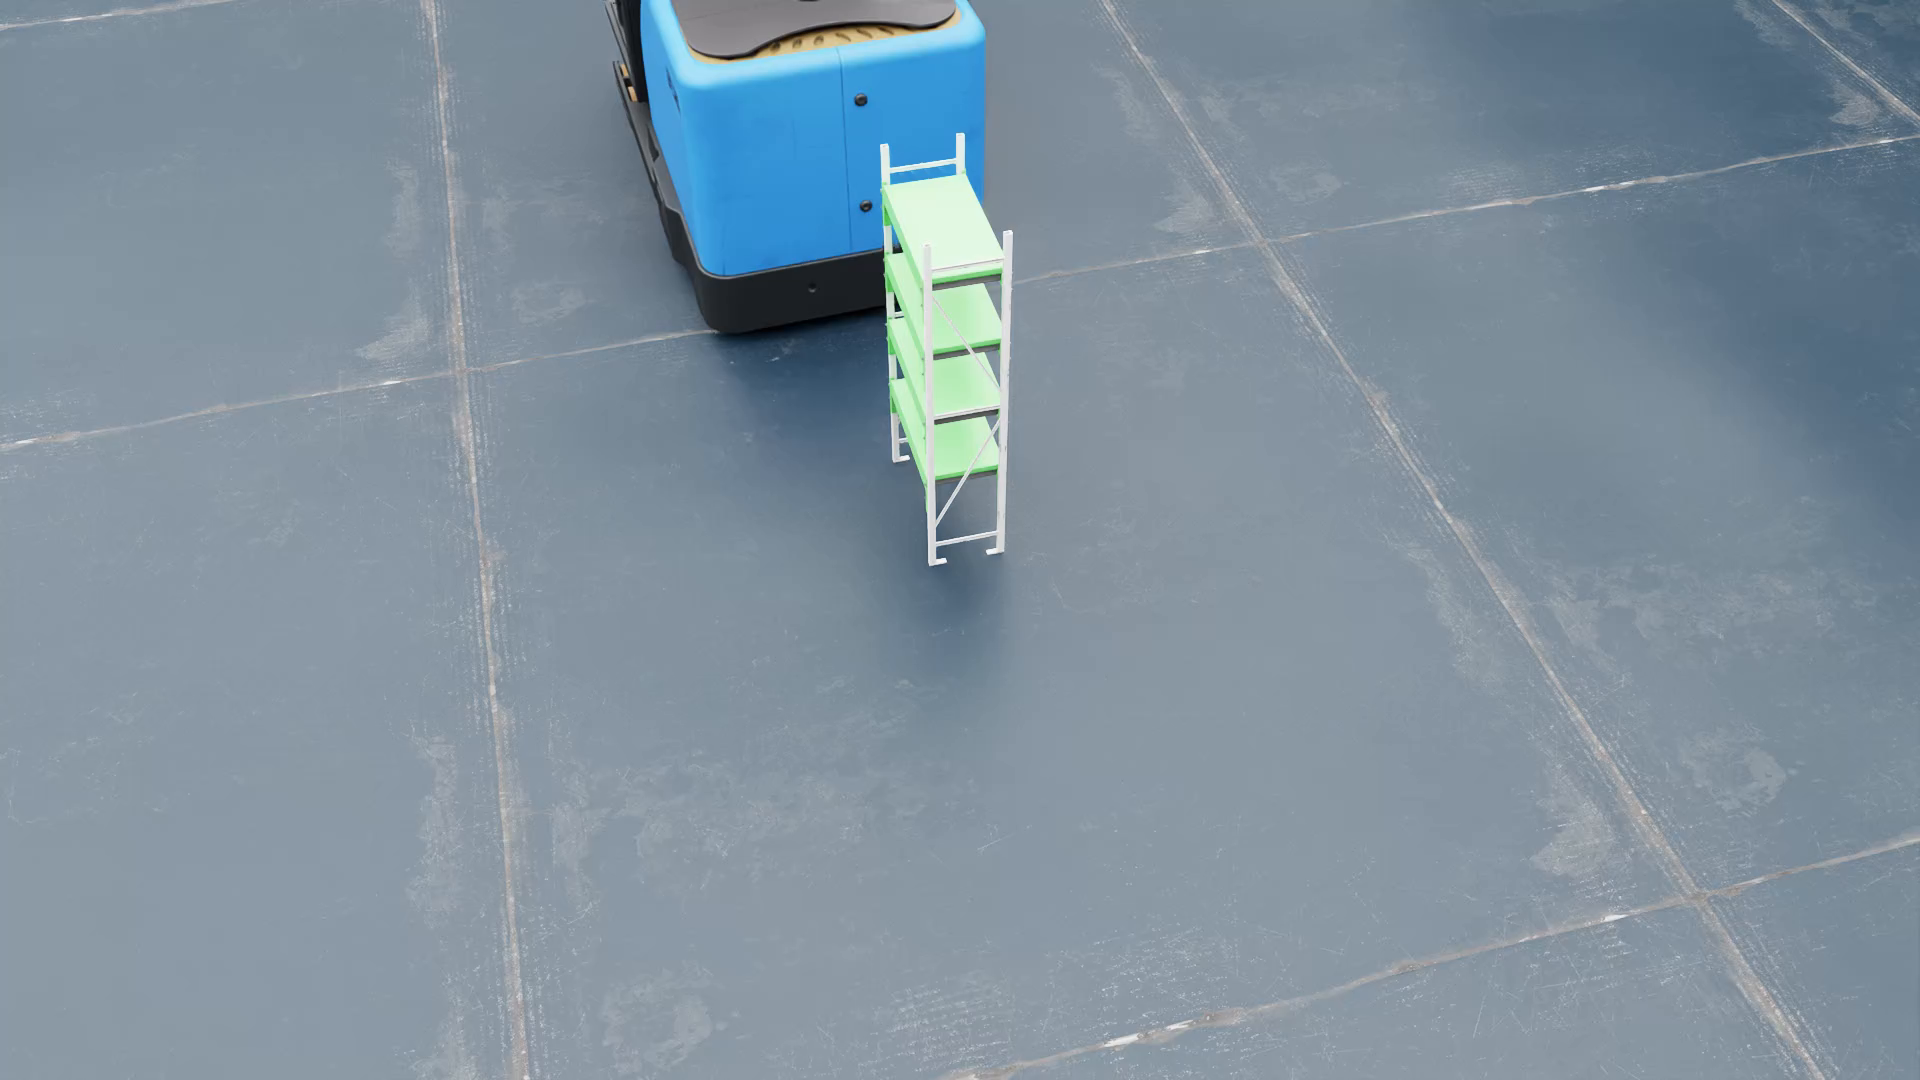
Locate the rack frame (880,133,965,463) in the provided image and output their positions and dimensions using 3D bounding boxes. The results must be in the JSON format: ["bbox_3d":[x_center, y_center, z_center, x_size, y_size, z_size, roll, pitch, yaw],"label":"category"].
[{"bbox_3d":[-0.105,-0.703,5.099,0.240,1.200,0.015,-11,47,-10],"label":"rack frame"}]

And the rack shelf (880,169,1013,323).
[{"bbox_3d":[-0.042,-0.825,4.636,0.258,0.148,0.480,-11,47,-10],"label":"rack shelf"}]

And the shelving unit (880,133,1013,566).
[{"bbox_3d":[-0.042,-0.534,4.933,0.258,1.200,0.503,-11,47,-10],"label":"shelving unit"}]

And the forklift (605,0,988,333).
[{"bbox_3d":[-0.829,-2.828,5.969,1.130,2.935,3.031,-13,47,-12],"label":"forklift"}]

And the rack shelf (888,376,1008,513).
[{"bbox_3d":[-0.042,-0.322,5.151,0.258,0.148,0.480,-11,47,-10],"label":"rack shelf"}]

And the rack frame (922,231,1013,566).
[{"bbox_3d":[0.020,-0.366,4.768,0.240,1.200,0.015,-11,47,-10],"label":"rack frame"}]

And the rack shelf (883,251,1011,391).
[{"bbox_3d":[-0.042,-0.658,4.808,0.258,0.148,0.480,-11,47,-10],"label":"rack shelf"}]

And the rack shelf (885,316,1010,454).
[{"bbox_3d":[-0.042,-0.490,4.979,0.258,0.148,0.480,-11,47,-10],"label":"rack shelf"}]
